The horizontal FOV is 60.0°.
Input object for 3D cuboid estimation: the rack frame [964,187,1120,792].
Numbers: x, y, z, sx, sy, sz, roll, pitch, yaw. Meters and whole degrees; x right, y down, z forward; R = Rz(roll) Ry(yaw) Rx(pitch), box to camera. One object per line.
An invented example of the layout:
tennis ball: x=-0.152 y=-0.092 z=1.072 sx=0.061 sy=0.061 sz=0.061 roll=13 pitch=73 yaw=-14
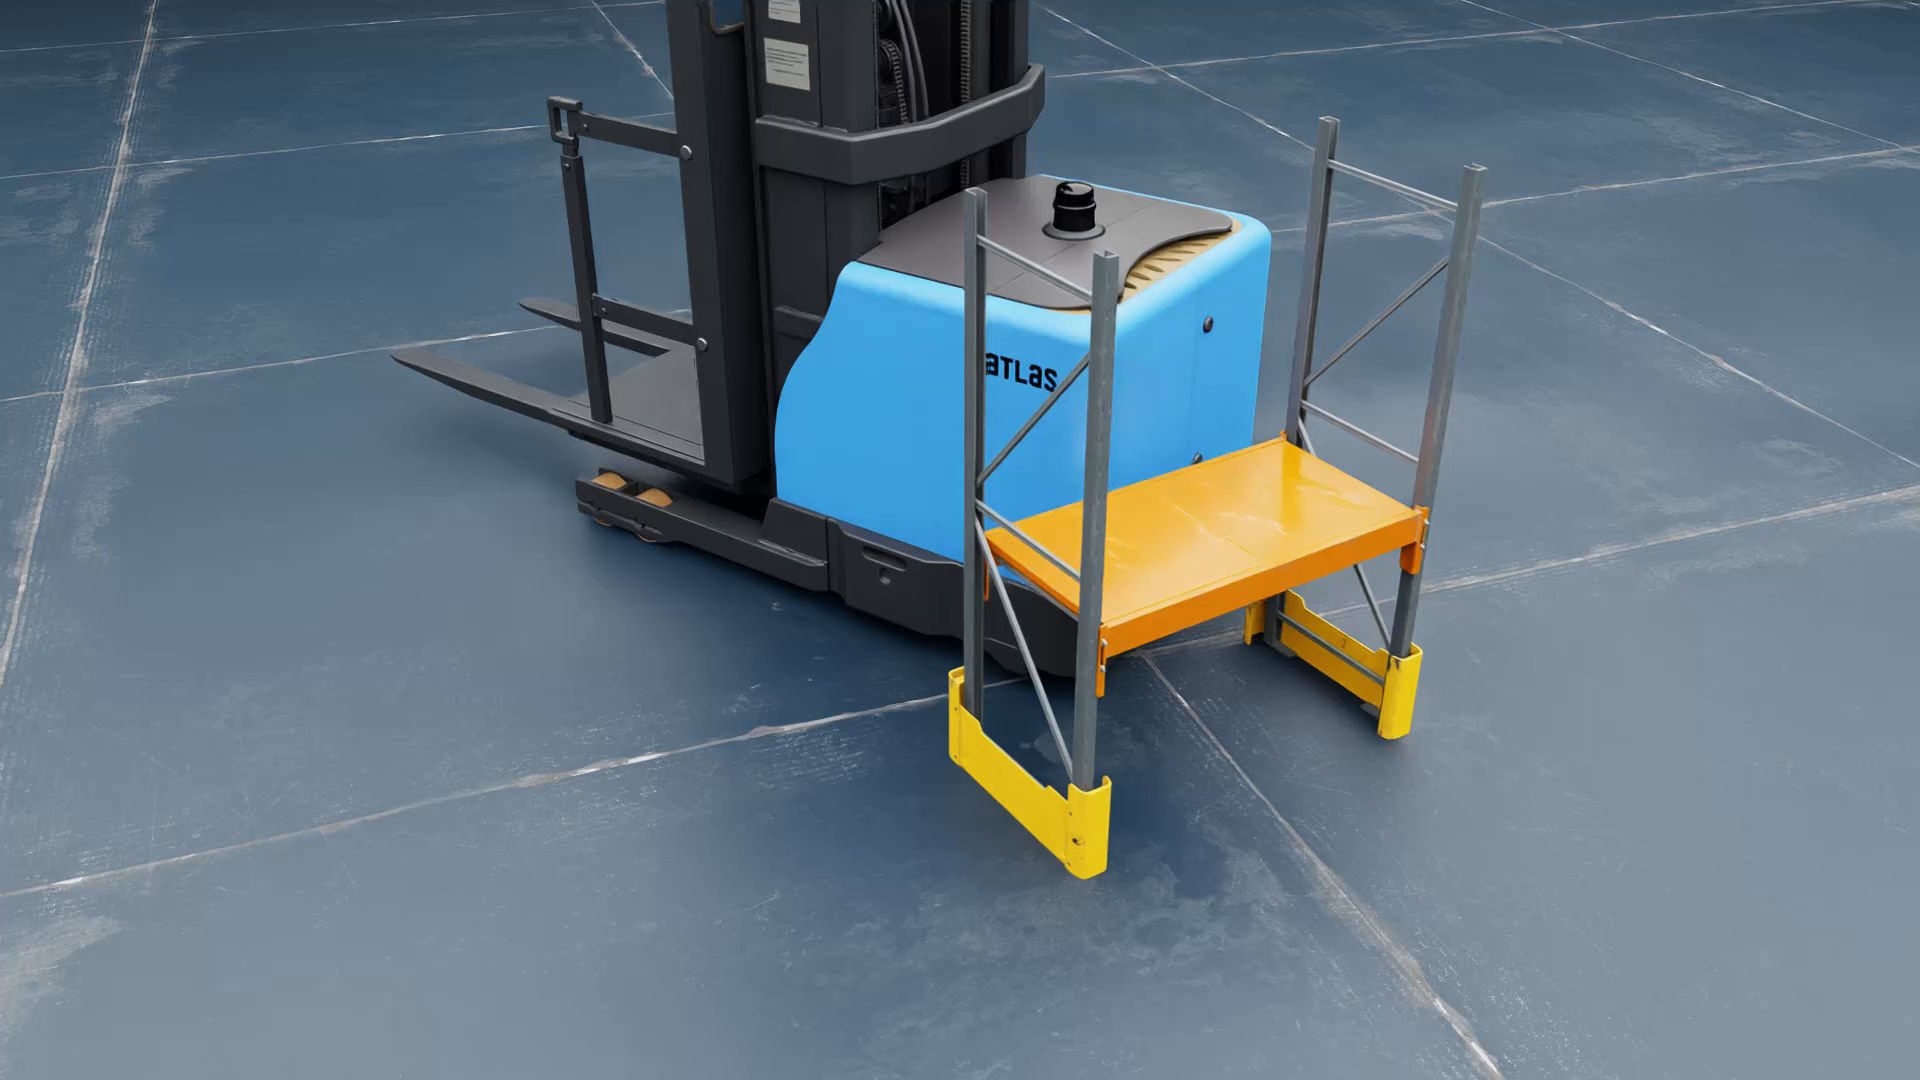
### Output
rack frame: x=0.157 y=0.009 z=3.720 sx=0.032 sy=1.500 sz=0.500 roll=-18 pitch=34 yaw=-28

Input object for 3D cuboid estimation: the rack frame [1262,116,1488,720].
rack frame: x=1.011 y=-0.264 z=4.199 sx=0.032 sy=1.500 sz=0.500 roll=-18 pitch=34 yaw=-28

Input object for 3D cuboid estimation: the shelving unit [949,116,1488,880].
shelving unit: x=0.576 y=-0.125 z=3.955 sx=1.083 sy=1.500 sz=0.587 roll=-18 pitch=34 yaw=-28

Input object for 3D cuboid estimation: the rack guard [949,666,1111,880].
rack guard: x=0.158 y=0.551 z=4.030 sx=0.087 sy=0.250 sz=0.587 roll=-18 pitch=34 yaw=-28

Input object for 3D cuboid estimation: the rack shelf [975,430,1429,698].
rack shelf: x=0.584 y=0.028 z=4.048 sx=1.000 sy=0.185 sz=0.538 roll=-18 pitch=34 yaw=-28

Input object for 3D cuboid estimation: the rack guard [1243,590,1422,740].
rack guard: x=0.995 y=0.284 z=4.499 sx=0.087 sy=0.250 sz=0.587 roll=-18 pitch=34 yaw=-28

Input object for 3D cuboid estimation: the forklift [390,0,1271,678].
forklift: x=-0.614 y=-1.460 z=4.851 sx=3.031 sy=2.935 sz=1.130 roll=19 pitch=35 yaw=30
